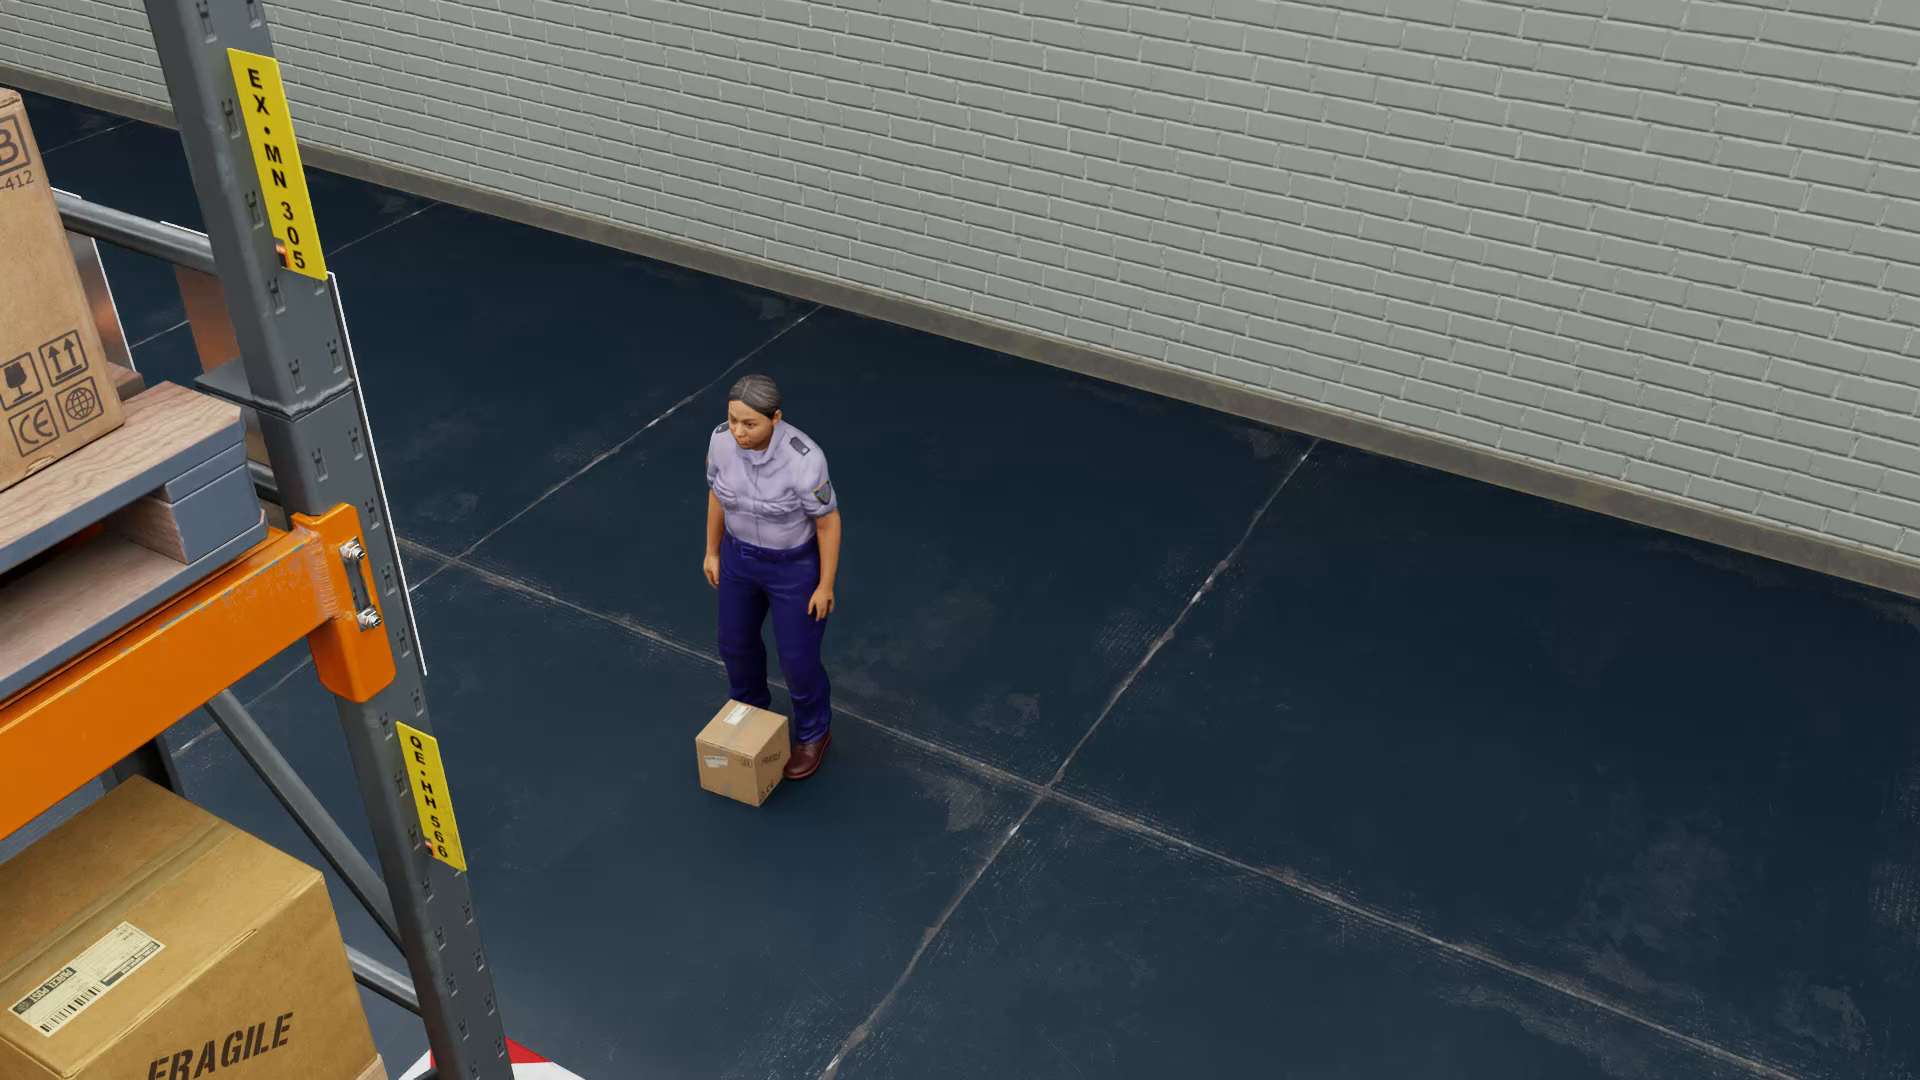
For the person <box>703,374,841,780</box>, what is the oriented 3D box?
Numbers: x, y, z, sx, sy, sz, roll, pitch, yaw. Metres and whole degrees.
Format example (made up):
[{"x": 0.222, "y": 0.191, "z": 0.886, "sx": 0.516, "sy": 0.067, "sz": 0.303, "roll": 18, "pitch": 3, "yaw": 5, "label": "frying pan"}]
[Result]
[{"x": -0.687, "y": 0.103, "z": 5.998, "sx": 0.561, "sy": 1.652, "sz": 0.367, "roll": 16, "pitch": 37, "yaw": 22, "label": "person"}]
